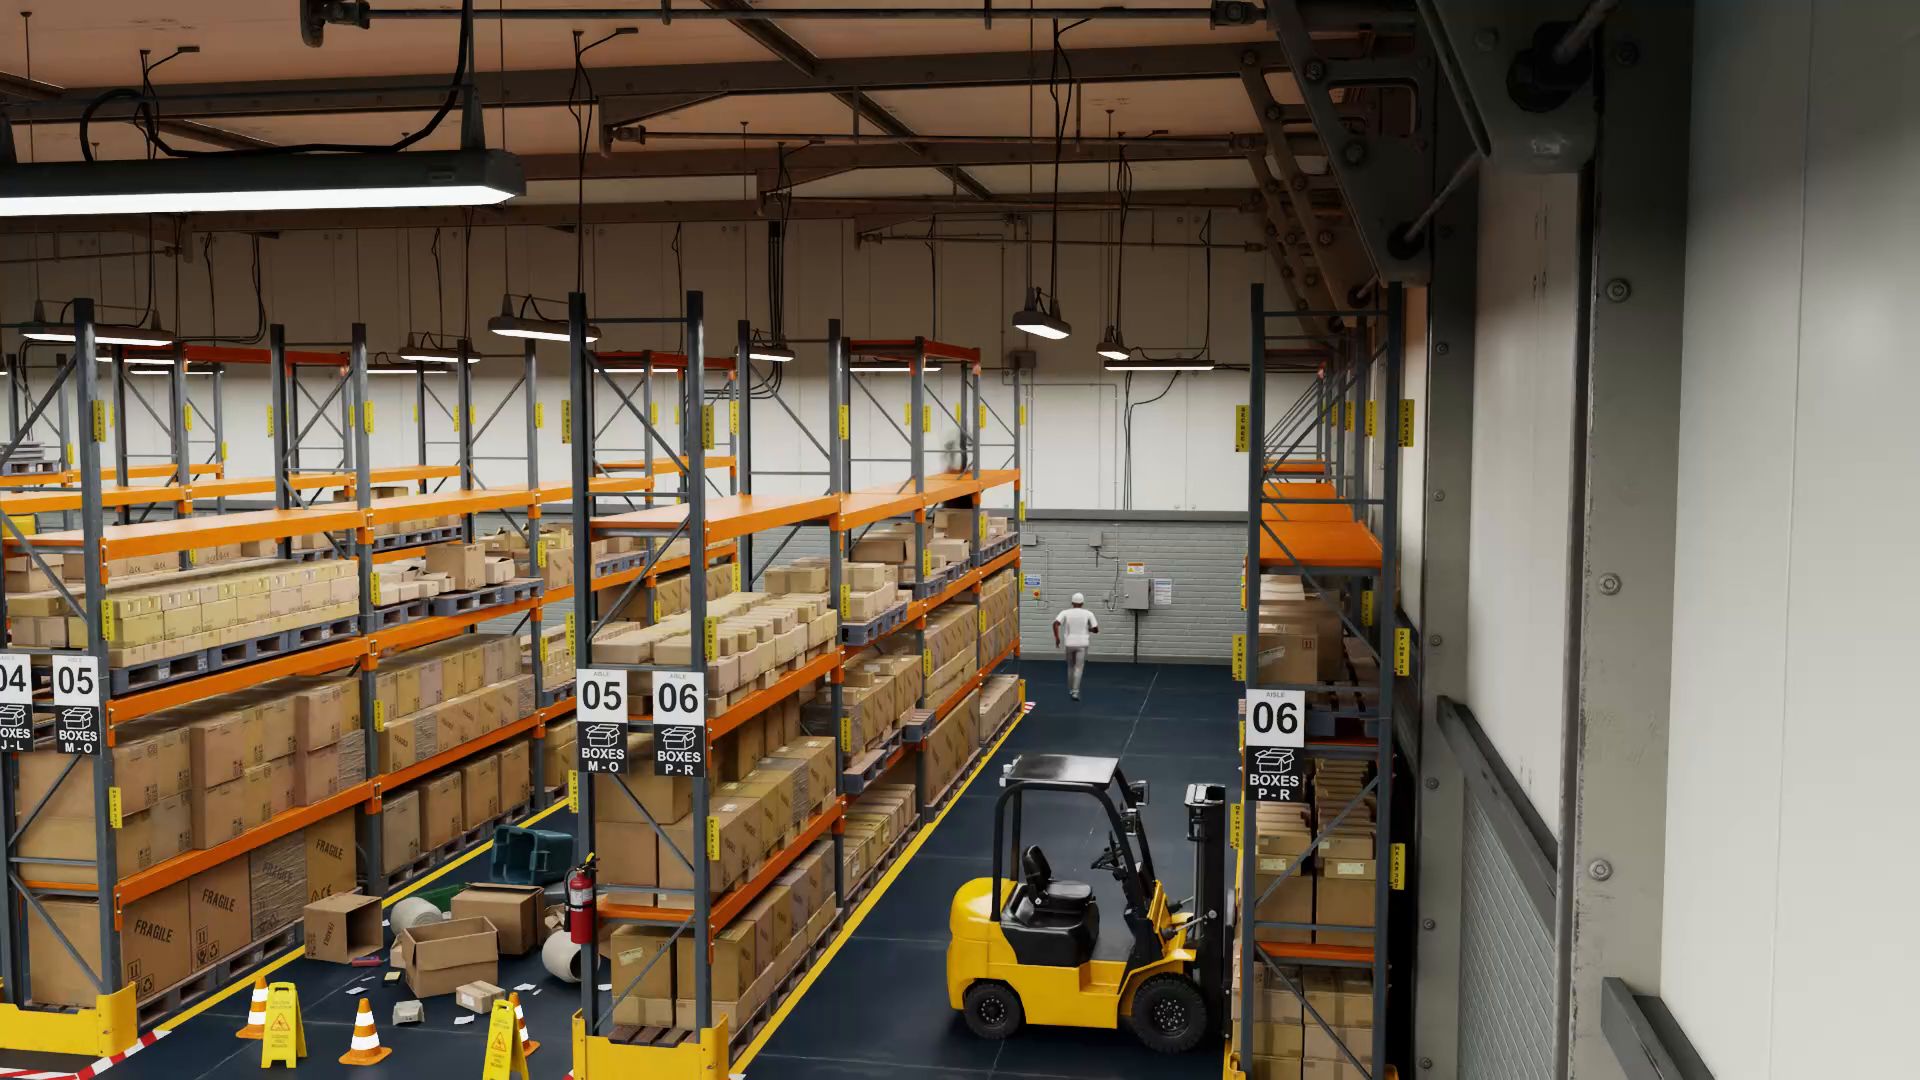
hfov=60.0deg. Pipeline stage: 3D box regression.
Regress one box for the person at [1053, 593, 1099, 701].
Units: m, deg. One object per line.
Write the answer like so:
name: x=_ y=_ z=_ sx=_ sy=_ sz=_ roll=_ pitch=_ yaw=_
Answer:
person: x=1.931 y=1.794 z=27.517 sx=0.715 sy=1.826 sz=0.853 roll=1 pitch=5 yaw=14

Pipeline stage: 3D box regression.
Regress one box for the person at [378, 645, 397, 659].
person: x=-8.363 y=2.329 z=24.341 sx=0.632 sy=1.775 sz=0.676 roll=1 pitch=5 yaw=10
